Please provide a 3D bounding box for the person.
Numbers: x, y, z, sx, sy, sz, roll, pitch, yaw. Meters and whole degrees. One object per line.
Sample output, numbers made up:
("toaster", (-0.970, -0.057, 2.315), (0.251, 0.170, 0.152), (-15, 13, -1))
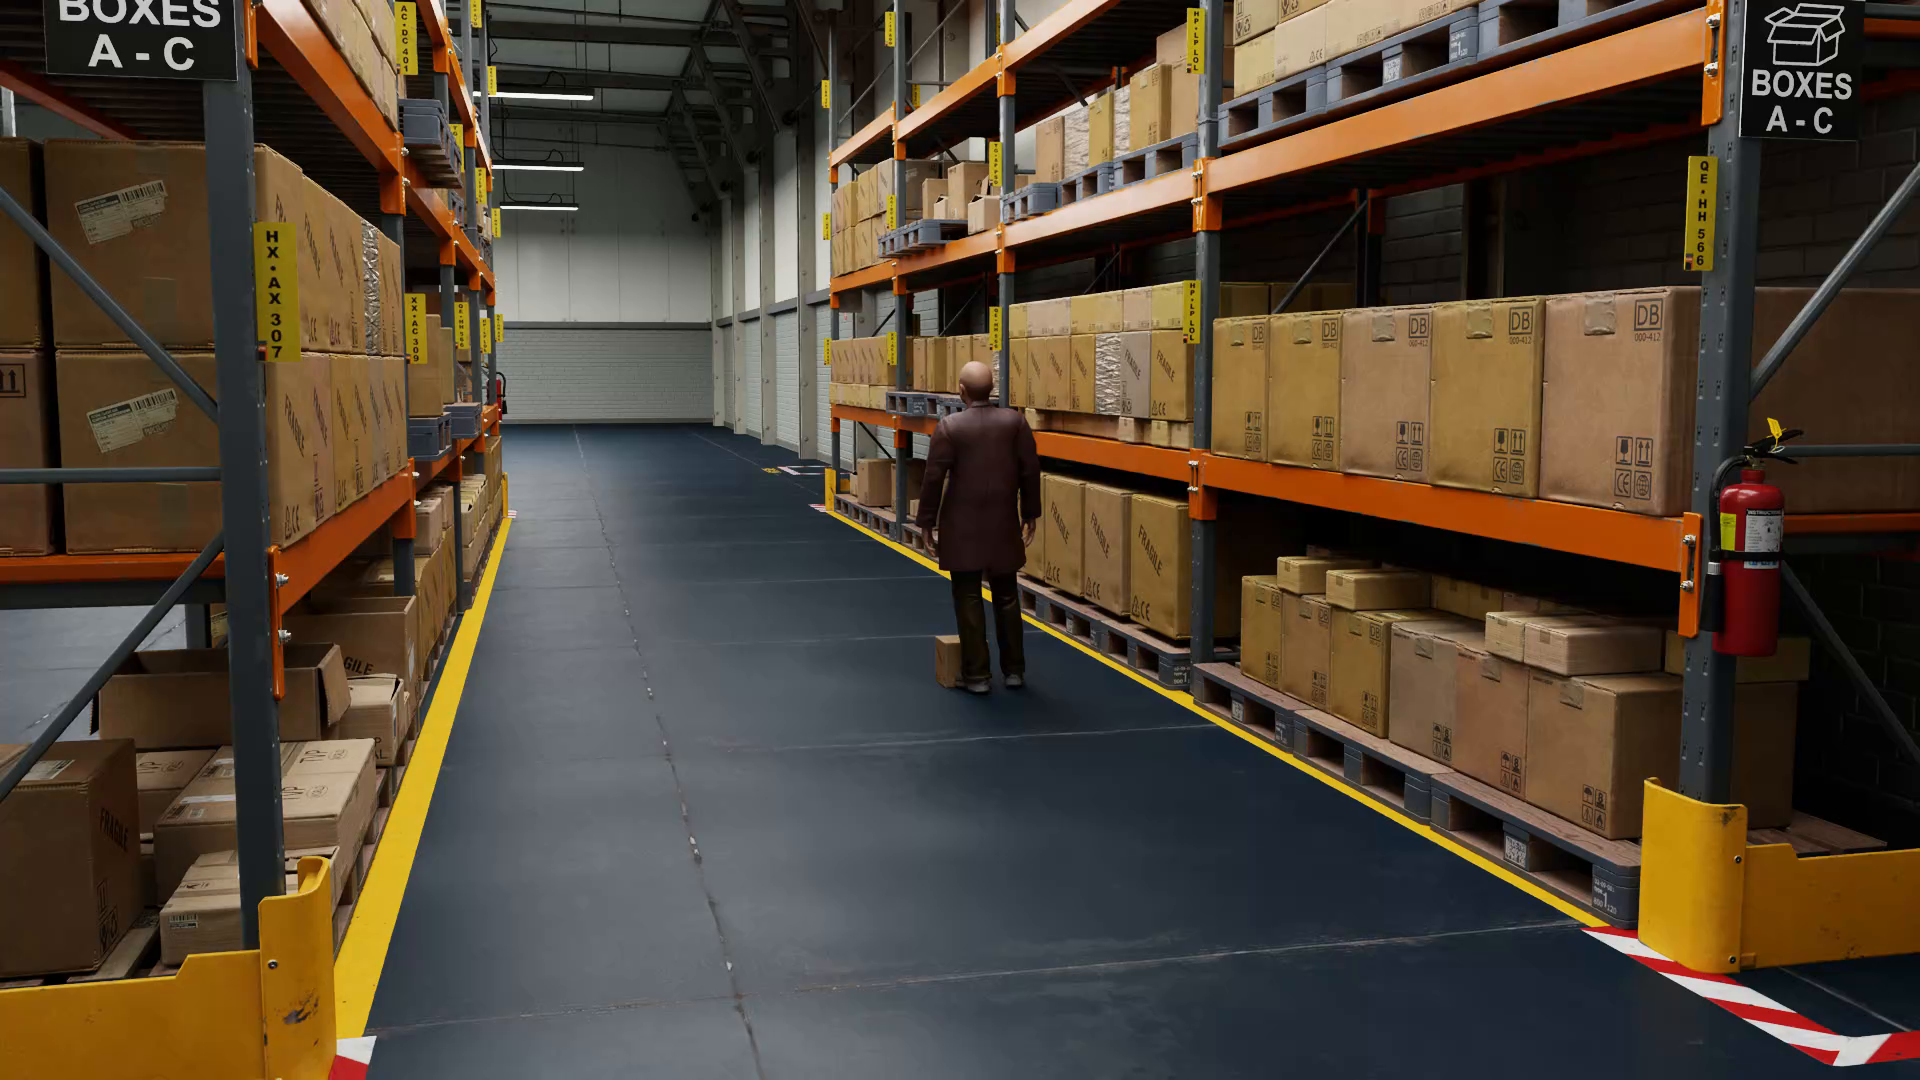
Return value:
("person", (0.084, -0.075, 9.018), (0.695, 1.776, 0.580), (-1, 6, -13))
